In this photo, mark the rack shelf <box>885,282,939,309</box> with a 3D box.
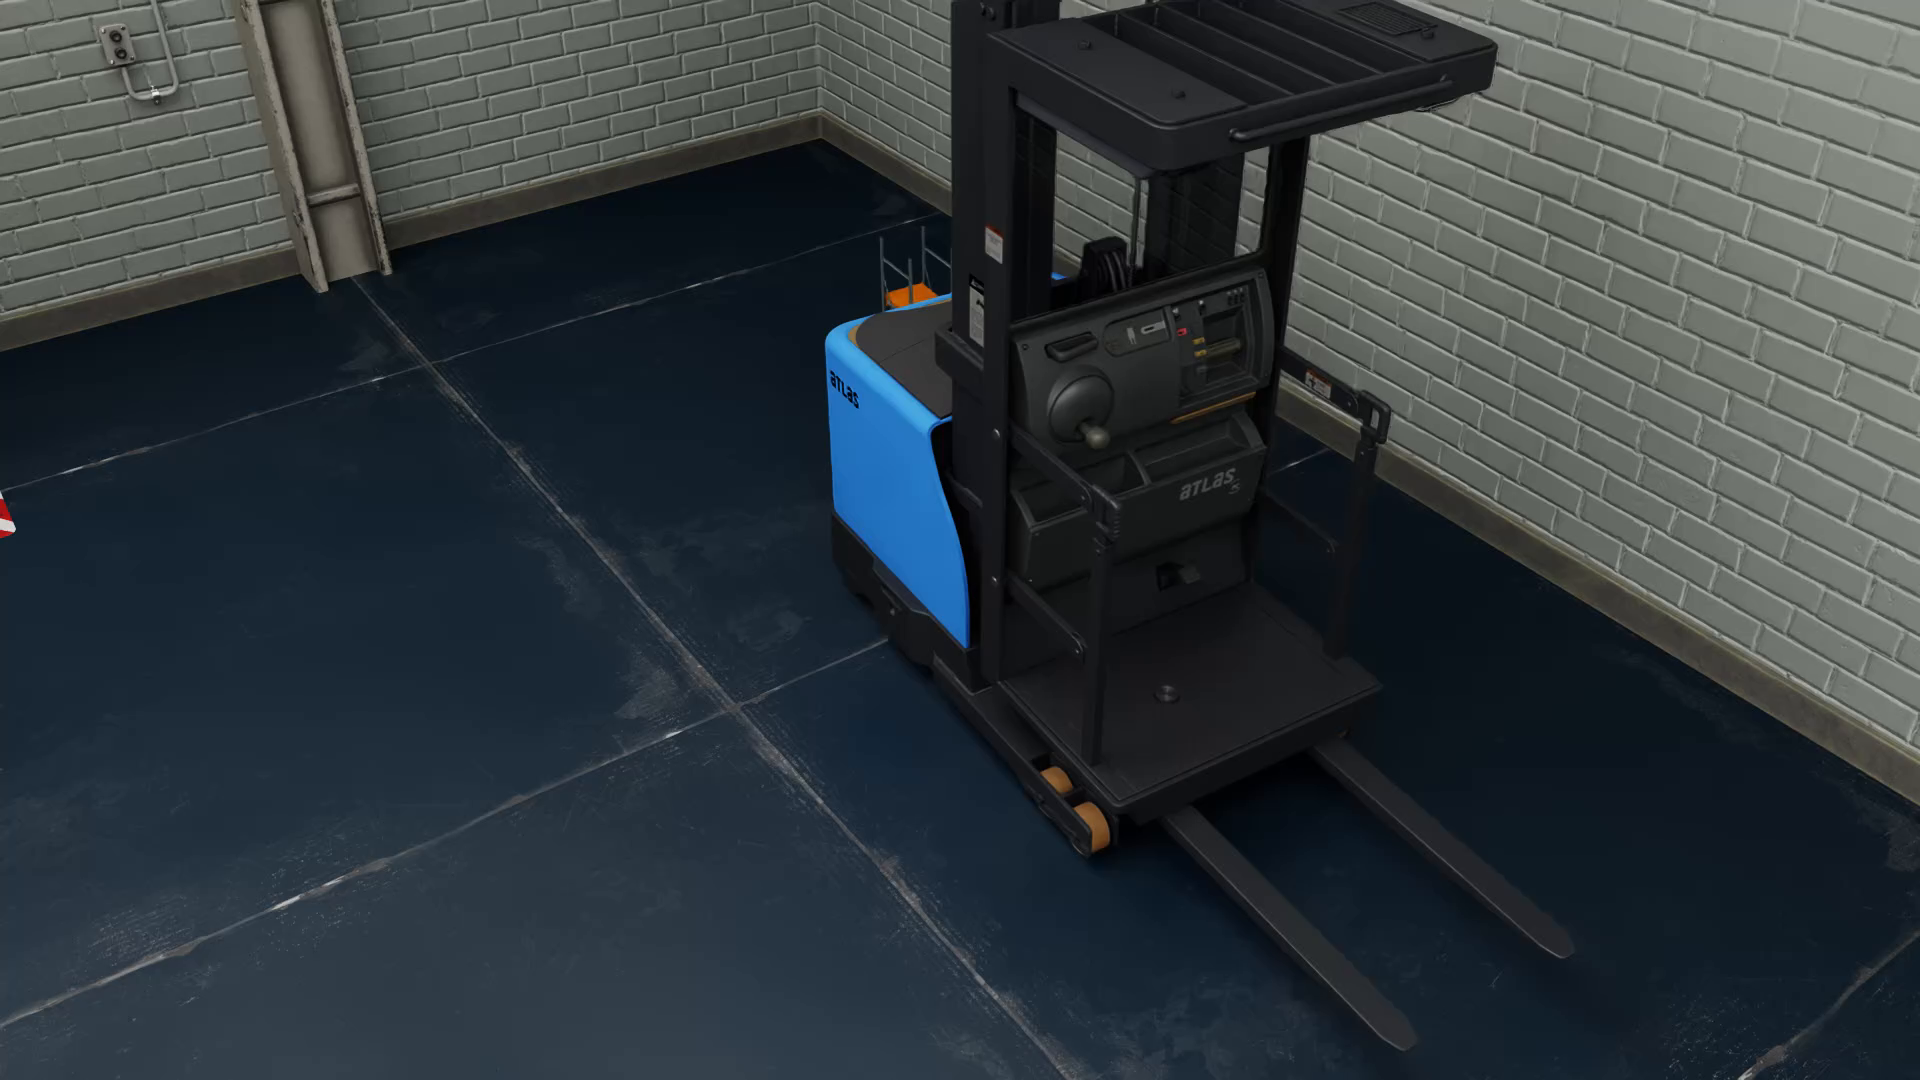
[{"bbox_3d":[-0.161,-0.884,6.409,0.180,0.103,0.258,-19,40,-25],"label":"rack shelf"}]

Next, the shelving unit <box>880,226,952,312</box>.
[{"bbox_3d":[-0.160,-0.626,6.592,0.189,1.200,0.258,-19,40,-25],"label":"shelving unit"}]

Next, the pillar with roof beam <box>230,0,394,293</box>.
[{"bbox_3d":[-0.730,-3.002,3.217,0.400,9.000,9.100,-22,41,-28],"label":"pillar with roof beam"}]

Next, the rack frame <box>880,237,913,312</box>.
[{"bbox_3d":[-0.238,-0.599,6.553,0.006,1.200,0.240,-19,40,-25],"label":"rack frame"}]

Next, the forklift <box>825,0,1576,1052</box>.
[{"bbox_3d":[0.691,-0.493,4.925,1.130,2.935,3.031,-19,40,-25],"label":"forklift"}]

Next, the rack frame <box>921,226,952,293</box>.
[{"bbox_3d":[-0.081,-0.654,6.630,0.006,1.200,0.240,-19,40,-25],"label":"rack frame"}]

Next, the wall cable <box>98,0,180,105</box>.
[{"bbox_3d":[-4.416,-2.595,6.919,1.851,1.984,0.084,-22,41,-28],"label":"wall cable"}]
